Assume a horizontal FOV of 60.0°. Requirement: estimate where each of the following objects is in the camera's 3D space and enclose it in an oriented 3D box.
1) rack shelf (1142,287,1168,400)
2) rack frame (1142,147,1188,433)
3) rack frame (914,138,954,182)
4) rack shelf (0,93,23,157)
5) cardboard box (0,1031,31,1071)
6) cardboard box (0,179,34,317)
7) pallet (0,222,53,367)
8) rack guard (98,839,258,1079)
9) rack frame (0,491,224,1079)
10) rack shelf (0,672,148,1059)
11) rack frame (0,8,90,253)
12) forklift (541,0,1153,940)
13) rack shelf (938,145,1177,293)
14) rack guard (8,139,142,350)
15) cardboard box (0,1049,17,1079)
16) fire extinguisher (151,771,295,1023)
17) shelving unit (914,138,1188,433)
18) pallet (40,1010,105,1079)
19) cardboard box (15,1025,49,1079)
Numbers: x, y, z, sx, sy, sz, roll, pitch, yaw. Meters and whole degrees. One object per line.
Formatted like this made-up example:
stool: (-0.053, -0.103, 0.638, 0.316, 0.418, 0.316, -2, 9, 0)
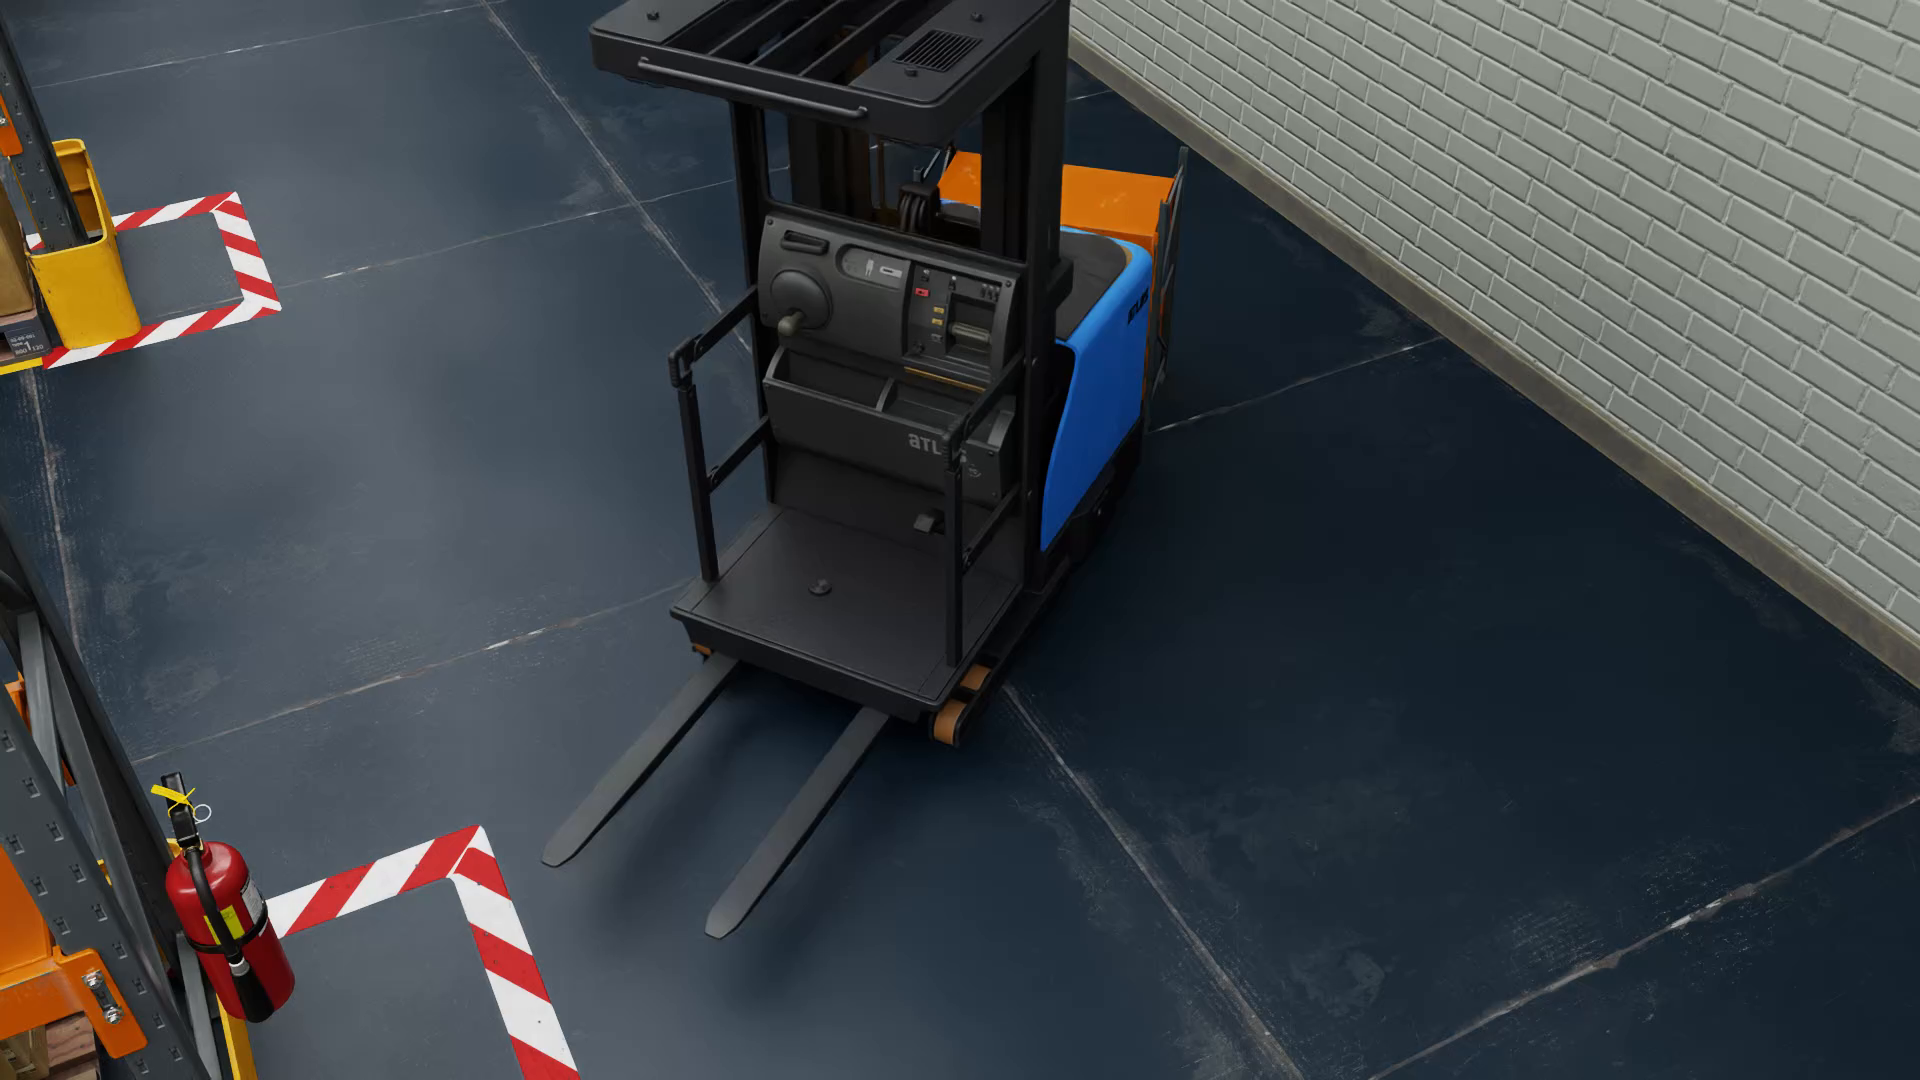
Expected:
rack shelf: (0.383, -0.958, 7.390, 1.000, 0.278, 0.538, 10, 41, 12)
rack frame: (0.873, -1.057, 7.128, 0.032, 1.125, 0.500, 10, 41, 12)
rack frame: (-0.106, -1.233, 7.336, 0.032, 1.125, 0.500, 10, 41, 12)
rack shelf: (-6.102, -1.530, 6.793, 4.000, 0.370, 1.077, -19, 44, -21)
cardboard box: (-2.710, 1.294, 4.550, 0.250, 0.149, 0.380, -17, 43, -19)
cardboard box: (-4.859, -1.514, 7.536, 0.875, 0.875, 0.875, -19, 44, -21)
pallet: (-5.002, -1.054, 7.832, 1.213, 0.211, 1.003, -19, 44, -21)
rack guard: (-2.194, 1.448, 4.653, 0.348, 0.500, 1.175, -19, 44, -21)
rack frame: (-2.127, 0.471, 3.872, 0.127, 3.000, 1.000, -19, 44, -21)
rack shelf: (-3.901, 1.342, 3.399, 4.000, 0.370, 1.077, -19, 44, -21)
rack frame: (-4.329, -2.402, 7.265, 0.127, 3.000, 1.000, -19, 44, -21)
forklift: (-0.345, -0.721, 5.333, 1.130, 2.935, 3.031, 18, 43, 20)
rack shelf: (0.383, -1.368, 7.043, 1.000, 0.278, 0.538, 10, 41, 12)
rack guard: (-4.307, -1.455, 8.082, 0.348, 0.500, 1.175, -19, 44, -21)
cardboard box: (-2.480, 1.475, 4.107, 0.250, 0.149, 0.380, -18, 43, -20)
fire extinguisher: (-1.690, 0.832, 3.794, 0.183, 0.674, 0.296, -19, 44, -21)
shelving unit: (0.383, -1.145, 7.232, 1.048, 1.125, 0.538, 10, 41, 12)
pallet: (-2.931, 1.780, 4.484, 1.213, 0.211, 1.003, -19, 44, -21)
cardboard box: (-2.740, 1.372, 4.690, 0.250, 0.149, 0.380, -18, 43, -20)
